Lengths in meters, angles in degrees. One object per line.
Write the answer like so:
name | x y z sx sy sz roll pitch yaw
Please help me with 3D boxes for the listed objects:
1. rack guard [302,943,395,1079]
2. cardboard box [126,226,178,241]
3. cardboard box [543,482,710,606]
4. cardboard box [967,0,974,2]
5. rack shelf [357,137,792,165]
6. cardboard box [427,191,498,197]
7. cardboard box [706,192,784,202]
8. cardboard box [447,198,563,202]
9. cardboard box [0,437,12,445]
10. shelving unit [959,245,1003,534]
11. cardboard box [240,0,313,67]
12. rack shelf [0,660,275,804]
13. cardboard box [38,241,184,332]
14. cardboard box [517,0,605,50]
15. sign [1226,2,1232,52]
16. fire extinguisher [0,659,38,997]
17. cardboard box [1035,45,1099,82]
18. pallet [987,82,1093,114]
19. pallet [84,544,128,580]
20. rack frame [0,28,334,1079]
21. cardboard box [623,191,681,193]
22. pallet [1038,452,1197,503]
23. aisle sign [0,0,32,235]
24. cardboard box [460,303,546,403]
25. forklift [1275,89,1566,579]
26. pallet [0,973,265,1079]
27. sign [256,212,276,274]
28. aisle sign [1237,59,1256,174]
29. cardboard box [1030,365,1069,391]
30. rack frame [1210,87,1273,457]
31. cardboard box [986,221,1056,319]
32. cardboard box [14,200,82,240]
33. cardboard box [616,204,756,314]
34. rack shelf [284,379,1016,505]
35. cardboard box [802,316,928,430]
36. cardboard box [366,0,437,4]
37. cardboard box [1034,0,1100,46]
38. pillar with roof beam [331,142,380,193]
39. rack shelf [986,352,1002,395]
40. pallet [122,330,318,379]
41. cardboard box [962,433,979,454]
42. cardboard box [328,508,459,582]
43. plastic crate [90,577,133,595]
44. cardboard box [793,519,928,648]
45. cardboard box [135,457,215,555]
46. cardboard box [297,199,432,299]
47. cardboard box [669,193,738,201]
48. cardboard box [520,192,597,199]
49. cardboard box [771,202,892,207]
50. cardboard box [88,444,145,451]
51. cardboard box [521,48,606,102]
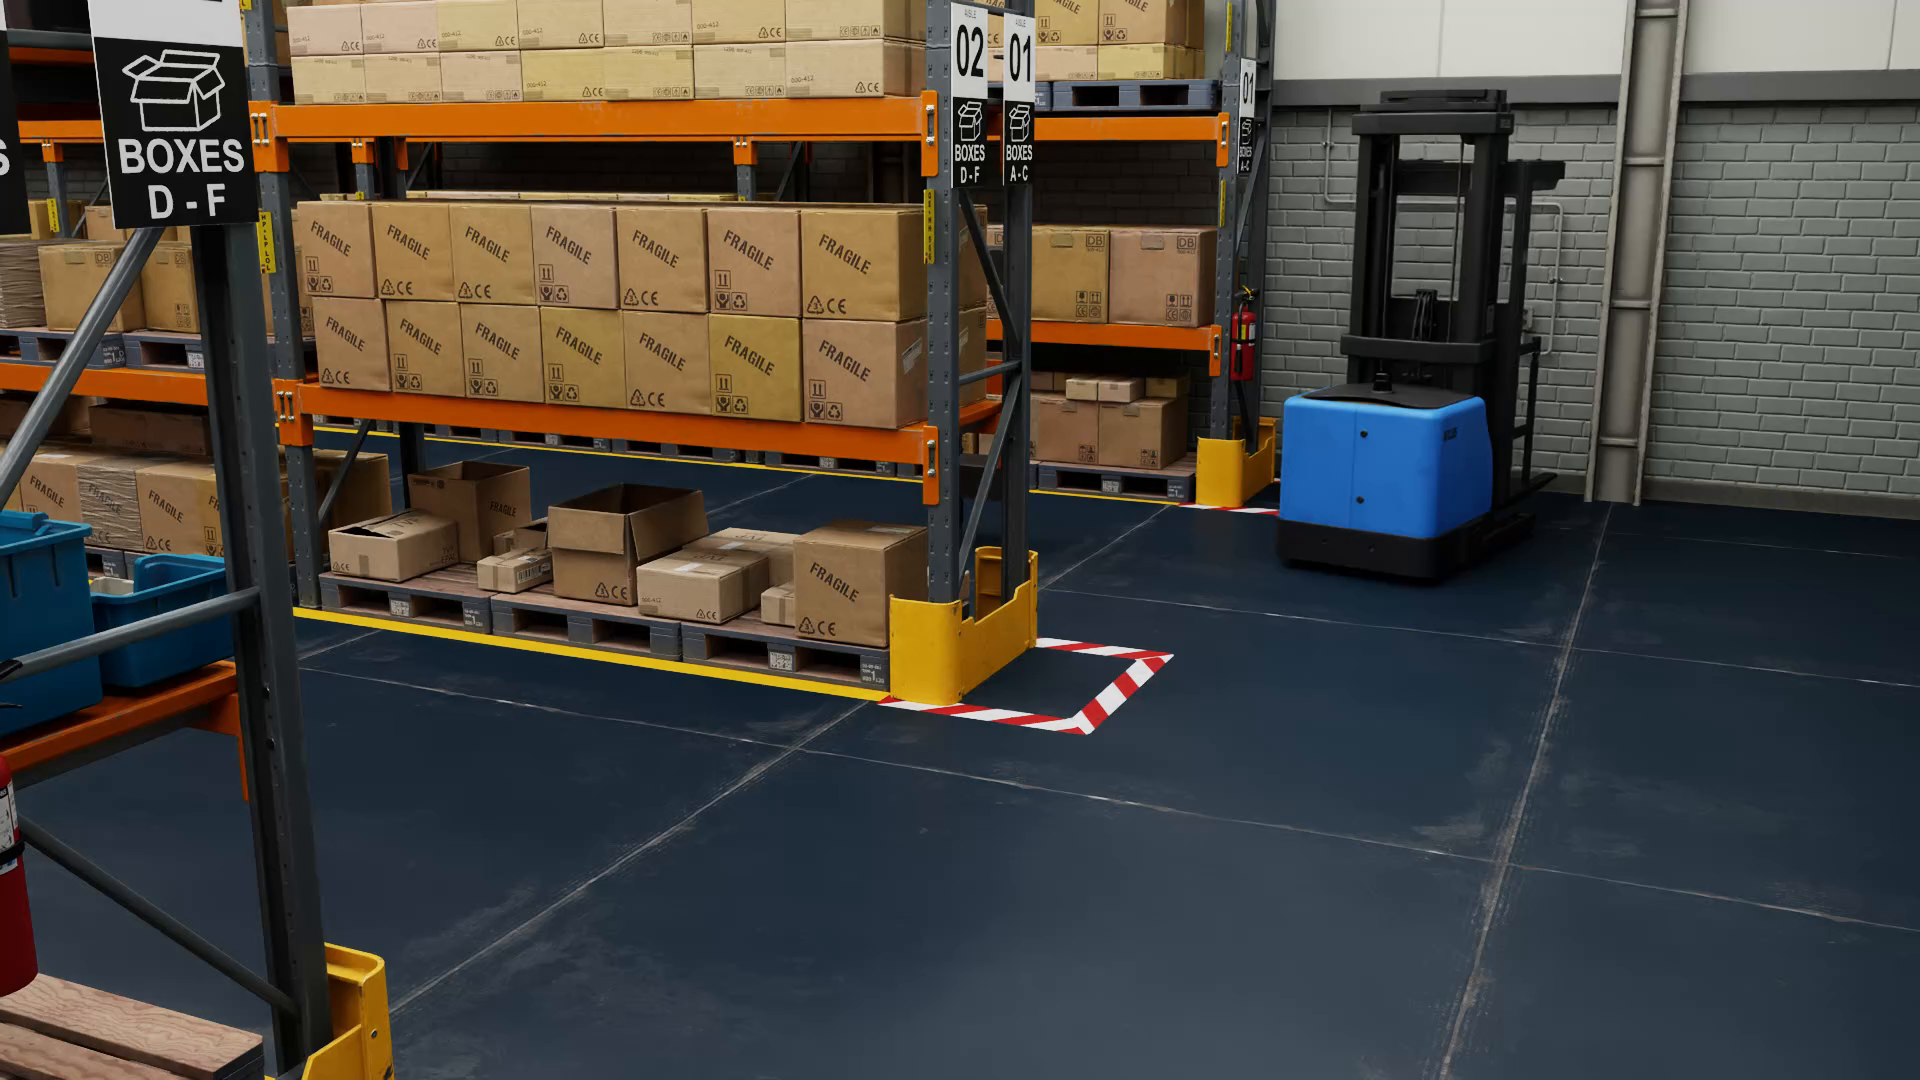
rack guard | -1.877 1.453 3.969 0.348 0.500 1.175 6 14 23
cardboard box | -7.903 -3.099 16.712 0.500 0.500 0.700 7 15 29
cardboard box | -1.831 0.006 9.165 0.637 0.503 0.797 6 14 23
cardboard box | -0.258 -2.530 8.141 0.500 0.250 0.500 6 14 23
rack shelf | -3.377 -3.498 14.605 4.000 0.370 1.077 6 14 23
cardboard box | -4.403 -2.996 14.901 0.500 0.250 0.500 6 14 22
cardboard box | -1.863 -2.868 14.357 0.500 0.250 0.500 6 15 25
cardboard box | -2.515 -1.664 9.372 0.500 0.500 0.500 5 14 22
cardboard box | -6.427 -0.386 10.844 0.500 0.500 0.500 5 14 21
shelving unit | 0.151 -1.007 10.950 0.503 2.100 0.431 6 14 23
cardboard box | -3.982 -2.992 9.517 0.600 0.600 0.600 4 14 18
rack shelf | -3.732 0.402 4.552 4.000 0.370 1.077 6 14 23
cardboard box | -5.192 -1.572 10.249 0.500 0.500 0.700 2 13 9
cardboard box | -1.840 -2.561 8.271 0.500 0.250 0.500 6 14 23
sign | 1.876 -3.574 11.588 0.005 0.325 0.100 6 14 23
fire extinguisher | -1.950 0.564 3.269 0.183 0.674 0.296 6 14 23
cardboard box | 0.856 -3.534 12.372 0.500 0.250 0.500 5 14 21
pallet | 0.307 -3.429 12.930 1.213 0.211 1.003 6 14 23
pallet | -5.430 0.010 10.752 1.213 0.211 1.003 6 14 23
rack frame | -1.905 0.237 3.678 0.053 2.616 0.949 6 14 23
cardboard box | -2.805 -2.961 14.751 0.500 0.250 0.500 5 14 21
pallet | 1.346 -0.533 13.064 1.213 0.211 1.003 6 14 23
aisle sign | -1.957 -0.961 3.095 0.004 0.787 0.394 6 14 23
cardboard box | -2.270 -1.019 8.813 0.500 0.500 0.500 6 14 23
forklift | 3.279 -1.470 11.103 1.130 2.935 3.031 10 16 35
pallet | -2.642 1.510 4.360 1.213 0.211 1.003 6 14 23
sign | -3.773 -1.615 9.039 0.005 0.325 0.100 6 14 23
aisle sign | 2.053 -3.029 11.907 0.004 0.787 0.394 6 14 23
cardboard box | 0.699 -1.304 13.377 0.250 0.149 0.380 6 14 24
rack frame | 2.109 -1.833 12.500 0.127 3.000 1.000 6 14 23
cardboard box | 0.276 -2.161 13.244 0.700 0.700 0.980 5 14 21
cardboard box | -9.420 -3.224 17.072 0.500 0.500 0.500 6 14 23
cardboard box | -1.351 -1.411 8.293 0.500 0.500 0.500 6 15 25
rack shelf | -1.723 -0.633 8.960 4.000 0.370 1.077 6 14 23
cardboard box | -0.414 -0.831 8.012 0.500 0.500 0.500 6 15 25
cardboard box | -2.691 -3.051 8.717 0.500 0.500 0.700 6 14 23
cardboard box | 0.876 -3.898 12.282 0.500 0.500 0.500 6 15 25
pillar with roof beam | -7.787 -4.896 12.420 0.400 9.000 9.100 6 14 23
rack shelf | 0.151 -0.994 10.953 0.480 0.518 0.431 6 14 23
pallet | -4.238 -1.171 10.101 1.213 0.211 1.003 6 14 23
cardboard box | 0.020 -1.005 13.523 0.500 0.500 0.700 6 15 25
cardboard box | -3.255 0.011 9.565 0.500 0.311 0.500 6 14 23
plastic crate | -2.256 0.197 4.295 0.298 0.136 0.250 6 14 23
cardboard box | -0.491 0.206 8.319 0.500 0.500 0.500 6 14 23
cardboard box | -4.567 -0.199 10.044 0.500 0.500 0.500 6 14 23
cardboard box | -3.234 -1.601 9.104 0.500 0.500 0.500 6 15 25
cardboard box | -2.079 -2.761 13.900 0.500 0.250 0.500 6 15 25
cardboard box | -3.475 -2.905 14.512 0.500 0.250 0.500 5 14 22
cardboard box | -0.674 -1.476 8.572 0.500 0.500 0.500 6 14 24
cardboard box | -5.303 -0.403 10.913 0.500 0.500 0.500 5 14 21
cardboard box | -1.836 -2.319 8.335 0.500 0.250 0.500 6 14 23
